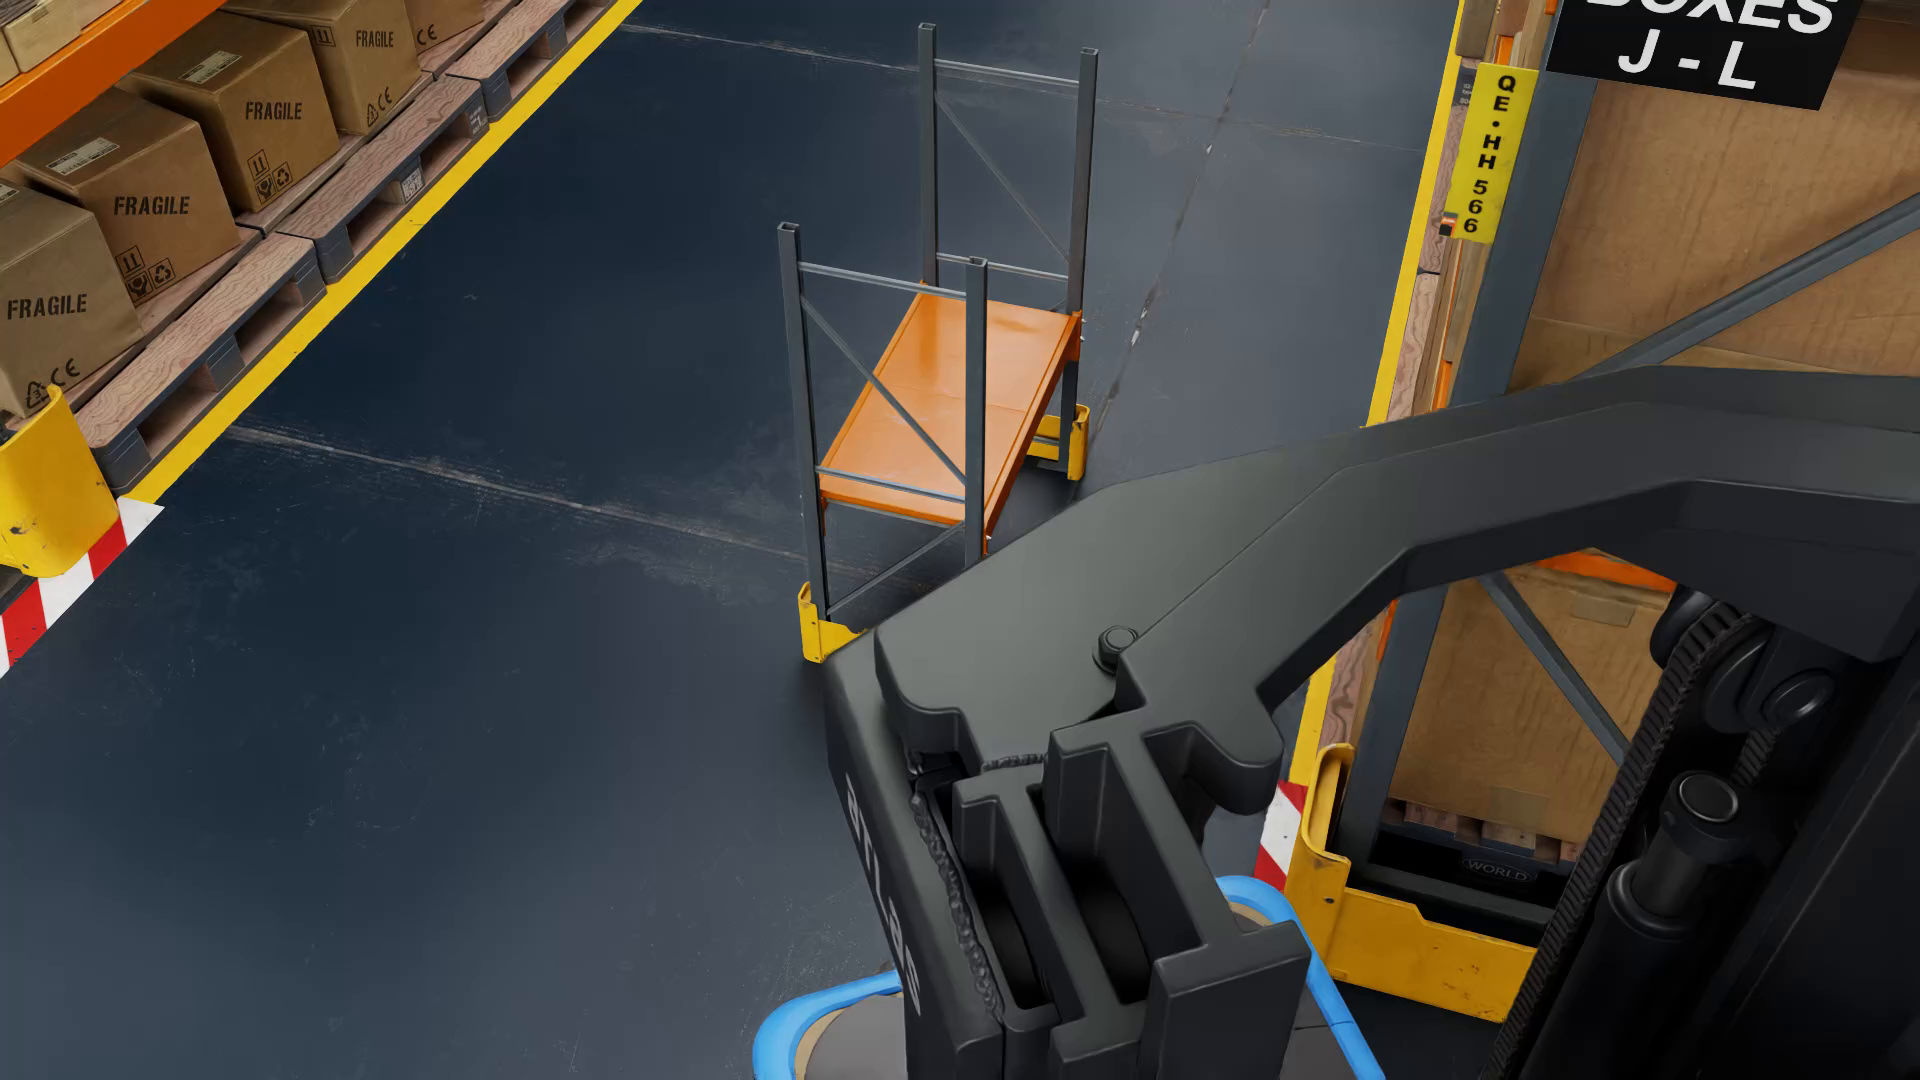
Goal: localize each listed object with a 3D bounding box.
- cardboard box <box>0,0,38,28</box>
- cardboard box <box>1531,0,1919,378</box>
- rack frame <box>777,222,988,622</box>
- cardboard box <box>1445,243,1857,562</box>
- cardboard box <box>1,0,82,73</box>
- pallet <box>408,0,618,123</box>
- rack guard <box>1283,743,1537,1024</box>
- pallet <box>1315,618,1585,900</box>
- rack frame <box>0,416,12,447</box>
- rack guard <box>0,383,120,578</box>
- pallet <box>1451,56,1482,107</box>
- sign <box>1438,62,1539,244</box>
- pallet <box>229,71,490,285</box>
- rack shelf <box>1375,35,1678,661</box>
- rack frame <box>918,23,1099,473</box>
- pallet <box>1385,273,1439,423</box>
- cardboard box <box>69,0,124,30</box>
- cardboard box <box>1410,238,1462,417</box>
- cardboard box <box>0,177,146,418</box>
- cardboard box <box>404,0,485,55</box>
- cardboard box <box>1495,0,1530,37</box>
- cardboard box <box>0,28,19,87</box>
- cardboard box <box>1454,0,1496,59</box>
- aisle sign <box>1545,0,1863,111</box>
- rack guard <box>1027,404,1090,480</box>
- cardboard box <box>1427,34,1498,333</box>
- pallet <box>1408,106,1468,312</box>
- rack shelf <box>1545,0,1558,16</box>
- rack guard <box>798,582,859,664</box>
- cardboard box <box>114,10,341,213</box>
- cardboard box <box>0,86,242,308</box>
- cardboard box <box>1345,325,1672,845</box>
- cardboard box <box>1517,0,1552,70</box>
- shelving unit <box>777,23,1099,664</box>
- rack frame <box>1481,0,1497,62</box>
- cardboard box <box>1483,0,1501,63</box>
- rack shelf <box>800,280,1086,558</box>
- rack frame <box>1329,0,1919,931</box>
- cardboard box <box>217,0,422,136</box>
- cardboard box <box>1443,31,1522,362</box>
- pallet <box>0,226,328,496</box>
[{"bbox_3d":[-3.114,-1.633,4.490,0.875,0.500,0.500,13,46,13],"label":"cardboard box"},{"bbox_3d":[1.539,-0.691,2.932,0.875,0.550,0.550,13,46,13],"label":"cardboard box"},{"bbox_3d":[-0.180,-0.140,4.321,0.500,1.500,0.032,13,46,13],"label":"rack frame"},{"bbox_3d":[1.458,-0.323,3.328,0.875,0.550,0.550,13,46,13],"label":"cardboard box"},{"bbox_3d":[-2.810,-1.506,4.824,0.380,0.149,0.250,13,46,13],"label":"cardboard box"},{"bbox_3d":[-2.266,-2.345,7.495,1.003,0.211,1.213,13,46,13],"label":"pallet"},{"bbox_3d":[1.382,0.897,3.976,1.175,0.500,0.348,13,46,13],"label":"rack guard"},{"bbox_3d":[1.557,0.435,4.655,1.003,0.211,1.213,13,46,13],"label":"pallet"},{"bbox_3d":[-3.307,-1.130,4.261,1.000,3.000,0.127,13,46,13],"label":"rack frame"},{"bbox_3d":[-3.284,-0.288,5.187,1.175,0.500,0.348,13,46,13],"label":"rack guard"},{"bbox_3d":[2.762,-2.212,7.360,1.003,0.211,1.213,13,46,13],"label":"pallet"},{"bbox_3d":[0.876,-0.635,2.757,0.100,0.325,0.005,13,46,13],"label":"sign"},{"bbox_3d":[-2.633,-1.529,6.662,1.003,0.211,1.213,13,46,13],"label":"pallet"},{"bbox_3d":[1.995,-1.089,4.732,1.077,0.370,4.000,13,46,13],"label":"rack shelf"},{"bbox_3d":[0.128,-0.818,5.014,0.500,1.500,0.032,13,46,13],"label":"rack frame"},{"bbox_3d":[1.928,-0.376,5.483,1.003,0.211,1.213,13,46,13],"label":"pallet"},{"bbox_3d":[-2.754,-1.677,4.999,0.380,0.149,0.250,13,46,13],"label":"cardboard box"},{"bbox_3d":[1.796,-0.456,4.790,0.875,0.875,0.875,12,46,12],"label":"cardboard box"},{"bbox_3d":[-3.102,-0.800,5.410,0.500,0.500,0.500,21,48,20],"label":"cardboard box"},{"bbox_3d":[-2.421,-2.412,7.057,0.500,0.500,0.500,27,50,25],"label":"cardboard box"},{"bbox_3d":[2.080,-1.777,4.815,0.875,0.550,0.550,13,46,13],"label":"cardboard box"},{"bbox_3d":[-2.900,-1.343,4.657,0.380,0.149,0.250,13,46,13],"label":"cardboard box"},{"bbox_3d":[2.703,-2.458,6.925,1.050,0.750,0.750,12,46,12],"label":"cardboard box"},{"bbox_3d":[1.082,-0.958,2.226,0.394,0.787,0.004,13,46,13],"label":"aisle sign"},{"bbox_3d":[0.128,-0.370,5.450,0.587,0.250,0.087,13,46,13],"label":"rack guard"},{"bbox_3d":[2.074,-1.063,5.411,0.875,0.875,0.875,13,46,13],"label":"cardboard box"},{"bbox_3d":[2.296,-1.192,6.317,1.003,0.211,1.213,13,46,13],"label":"pallet"},{"bbox_3d":[1.995,-2.161,3.683,1.077,0.370,4.000,13,46,13],"label":"rack shelf"},{"bbox_3d":[-0.174,0.293,4.771,0.587,0.250,0.087,13,46,13],"label":"rack guard"},{"bbox_3d":[-2.746,-1.619,6.247,0.500,0.500,0.500,17,47,16],"label":"cardboard box"},{"bbox_3d":[-2.954,-1.206,5.824,0.500,0.500,0.500,24,49,23],"label":"cardboard box"},{"bbox_3d":[1.532,0.131,4.191,0.875,0.875,0.875,13,46,13],"label":"cardboard box"},{"bbox_3d":[1.617,-1.077,3.327,0.875,0.550,0.550,13,46,13],"label":"cardboard box"},{"bbox_3d":[-0.023,-0.485,4.674,0.587,1.500,1.083,13,46,13],"label":"shelving unit"},{"bbox_3d":[2.601,-2.679,5.843,1.000,3.000,0.127,13,46,13],"label":"rack frame"},{"bbox_3d":[2.343,-1.665,6.026,0.875,0.875,0.875,13,46,13],"label":"cardboard box"},{"bbox_3d":[-0.026,-0.351,4.793,0.538,0.185,1.000,13,46,13],"label":"rack shelf"},{"bbox_3d":[1.389,-0.013,3.118,1.000,3.000,0.127,13,46,13],"label":"rack frame"},{"bbox_3d":[-2.534,-1.981,6.617,0.500,0.500,0.500,9,45,9],"label":"cardboard box"},{"bbox_3d":[1.604,-0.694,3.708,0.875,0.550,0.550,13,46,13],"label":"cardboard box"},{"bbox_3d":[-3.004,-0.718,5.833,1.003,0.211,1.213,13,46,13],"label":"pallet"}]
